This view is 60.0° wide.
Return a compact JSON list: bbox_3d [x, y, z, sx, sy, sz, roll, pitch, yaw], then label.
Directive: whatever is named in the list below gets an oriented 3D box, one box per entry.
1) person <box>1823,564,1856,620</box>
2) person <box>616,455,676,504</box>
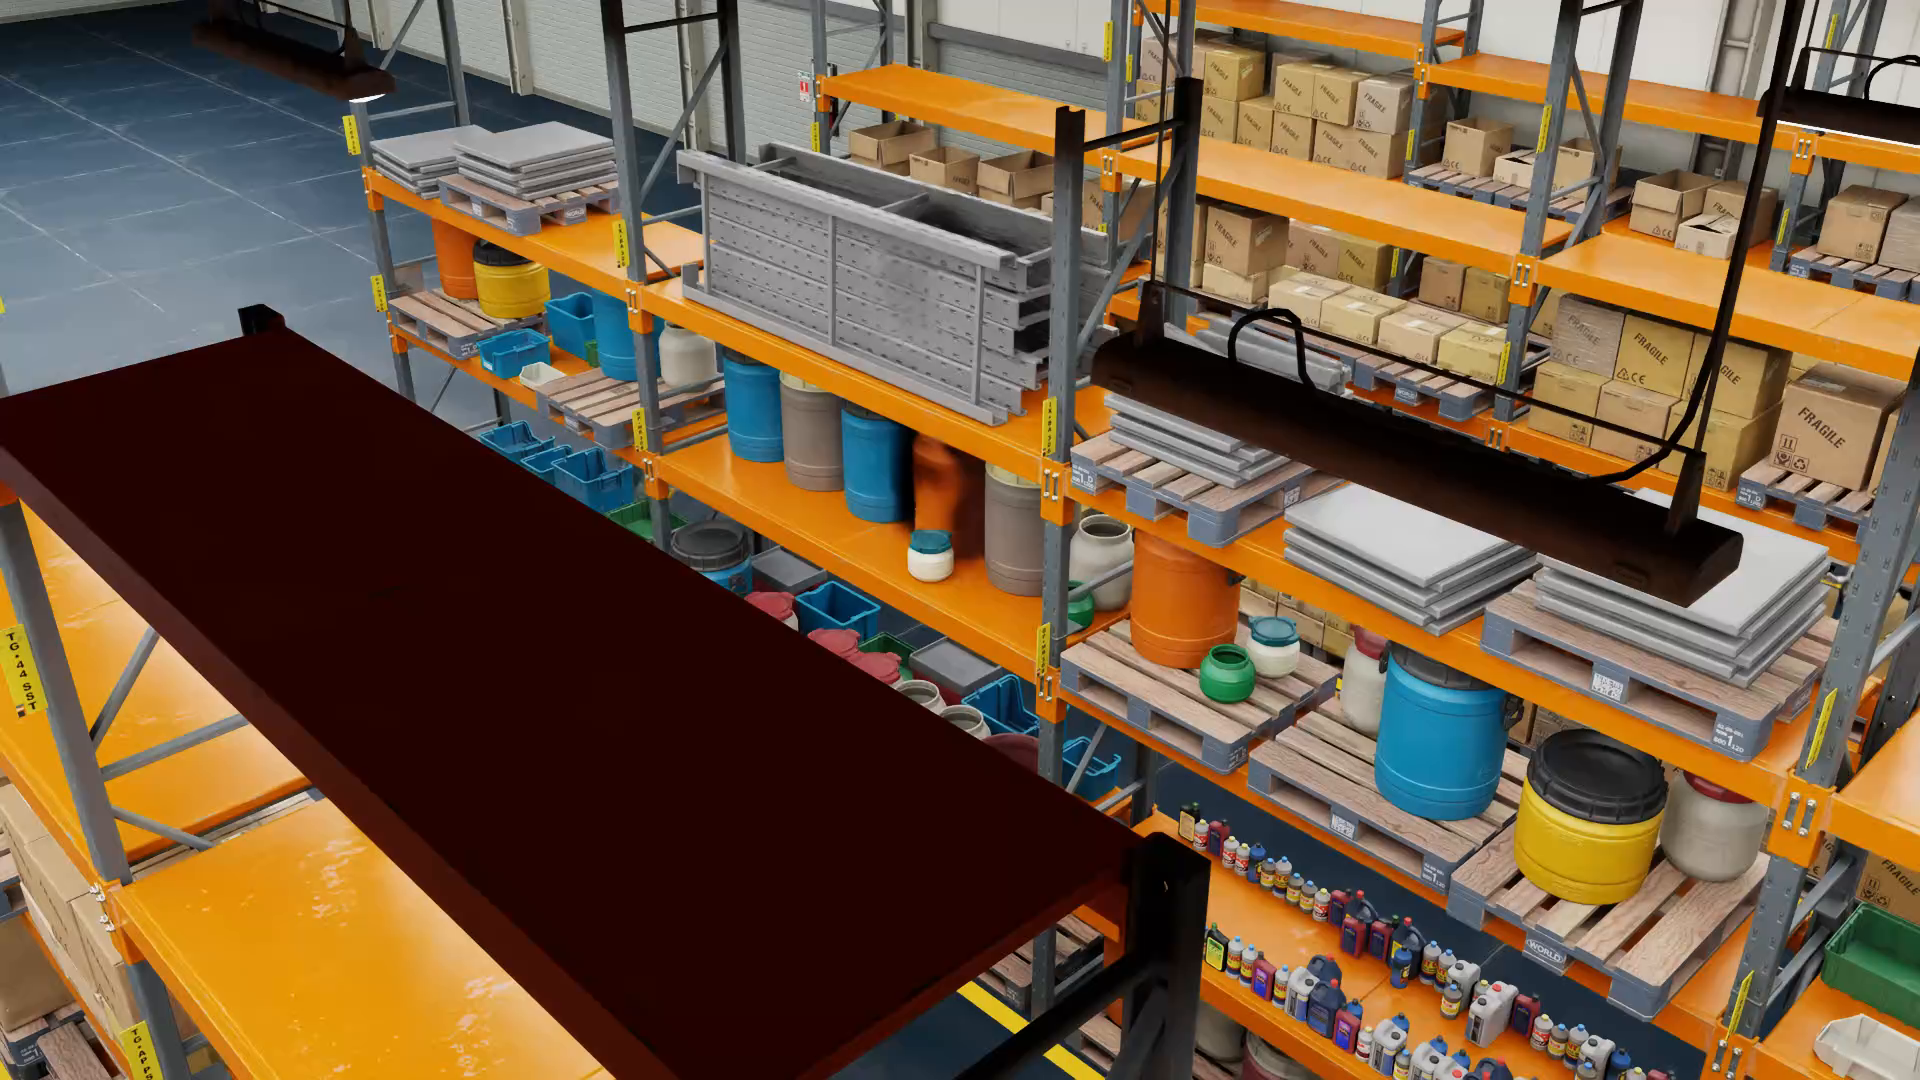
[{"bbox_3d":[7.464,0.685,13.796,0.832,1.745,0.560,24,36,37],"label":"person"},{"bbox_3d":[-3.202,-0.945,16.835,0.567,1.694,0.708,4,28,8],"label":"person"}]
